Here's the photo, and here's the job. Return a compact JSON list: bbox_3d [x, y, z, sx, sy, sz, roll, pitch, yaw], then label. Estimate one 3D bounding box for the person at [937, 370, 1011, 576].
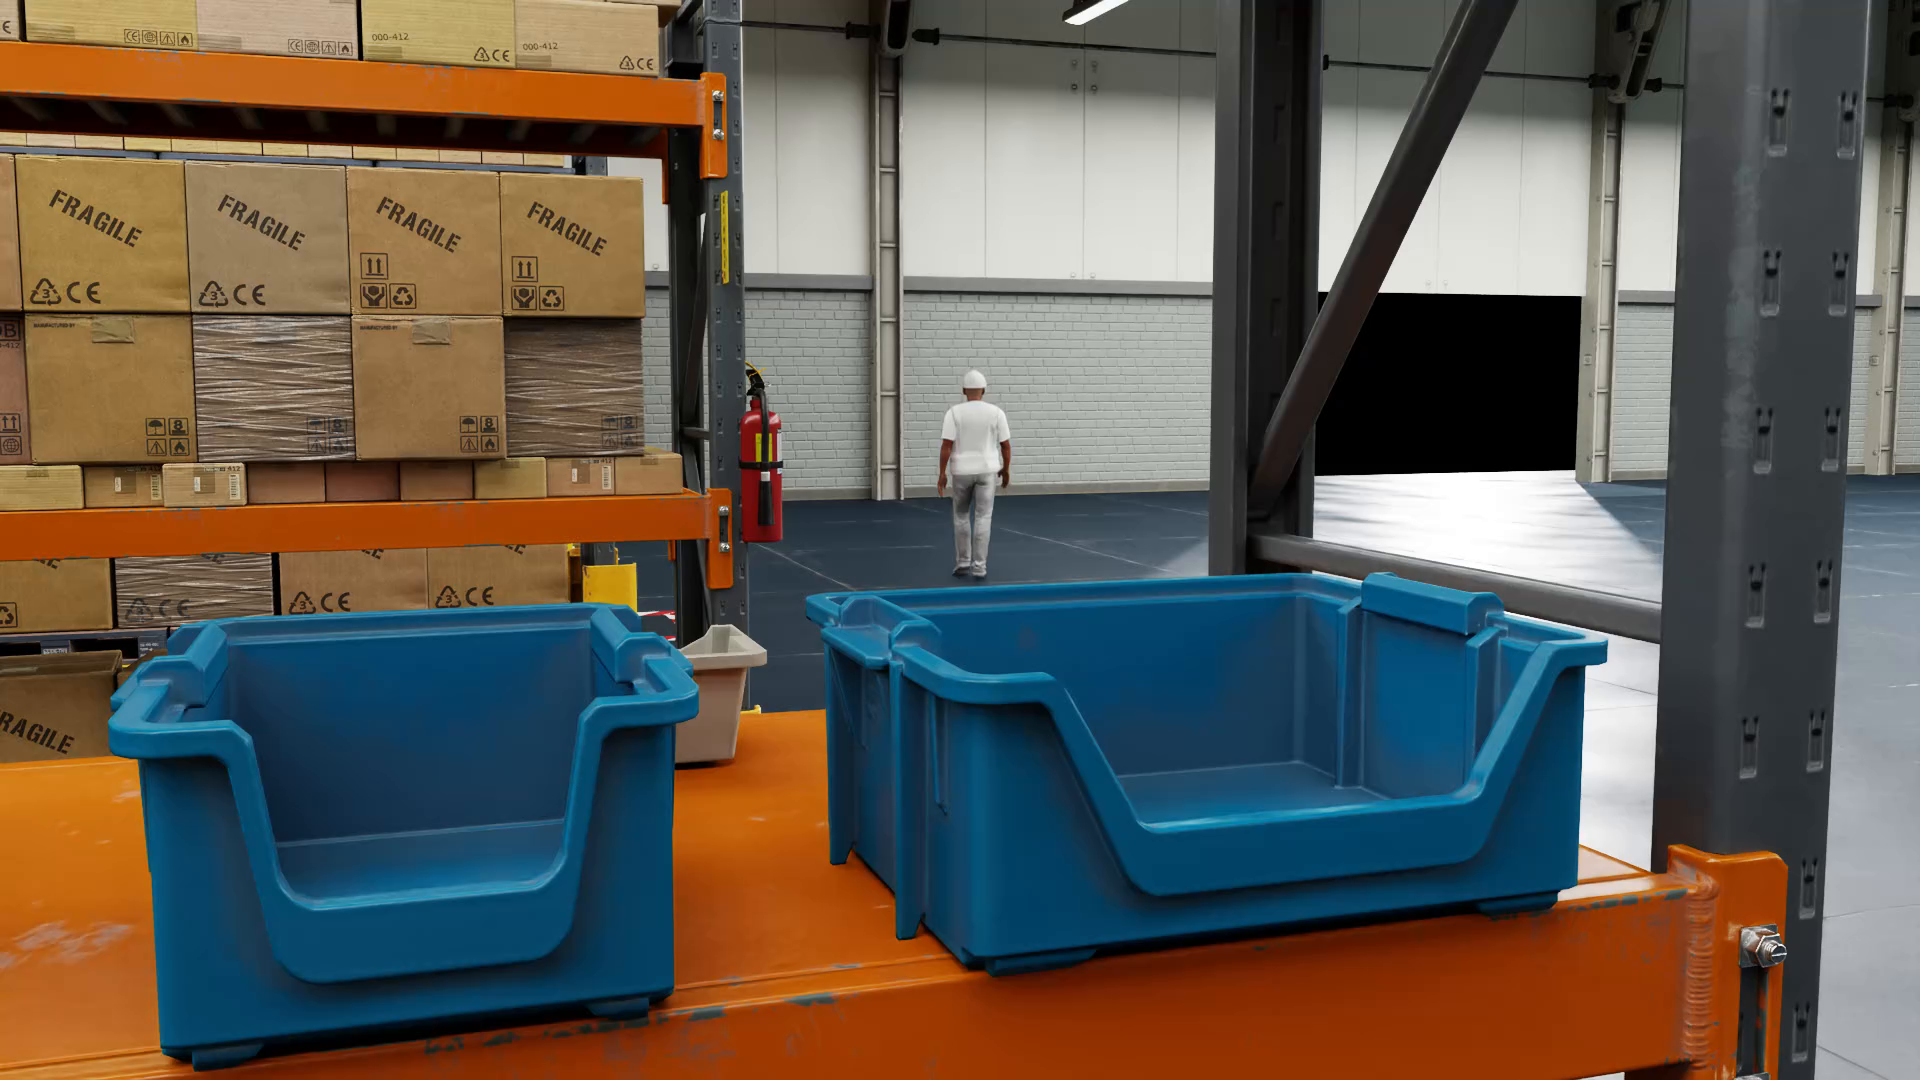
[{"bbox_3d":[0.127,-0.552,14.306,0.625,1.803,0.750,0,6,2],"label":"person"}]
